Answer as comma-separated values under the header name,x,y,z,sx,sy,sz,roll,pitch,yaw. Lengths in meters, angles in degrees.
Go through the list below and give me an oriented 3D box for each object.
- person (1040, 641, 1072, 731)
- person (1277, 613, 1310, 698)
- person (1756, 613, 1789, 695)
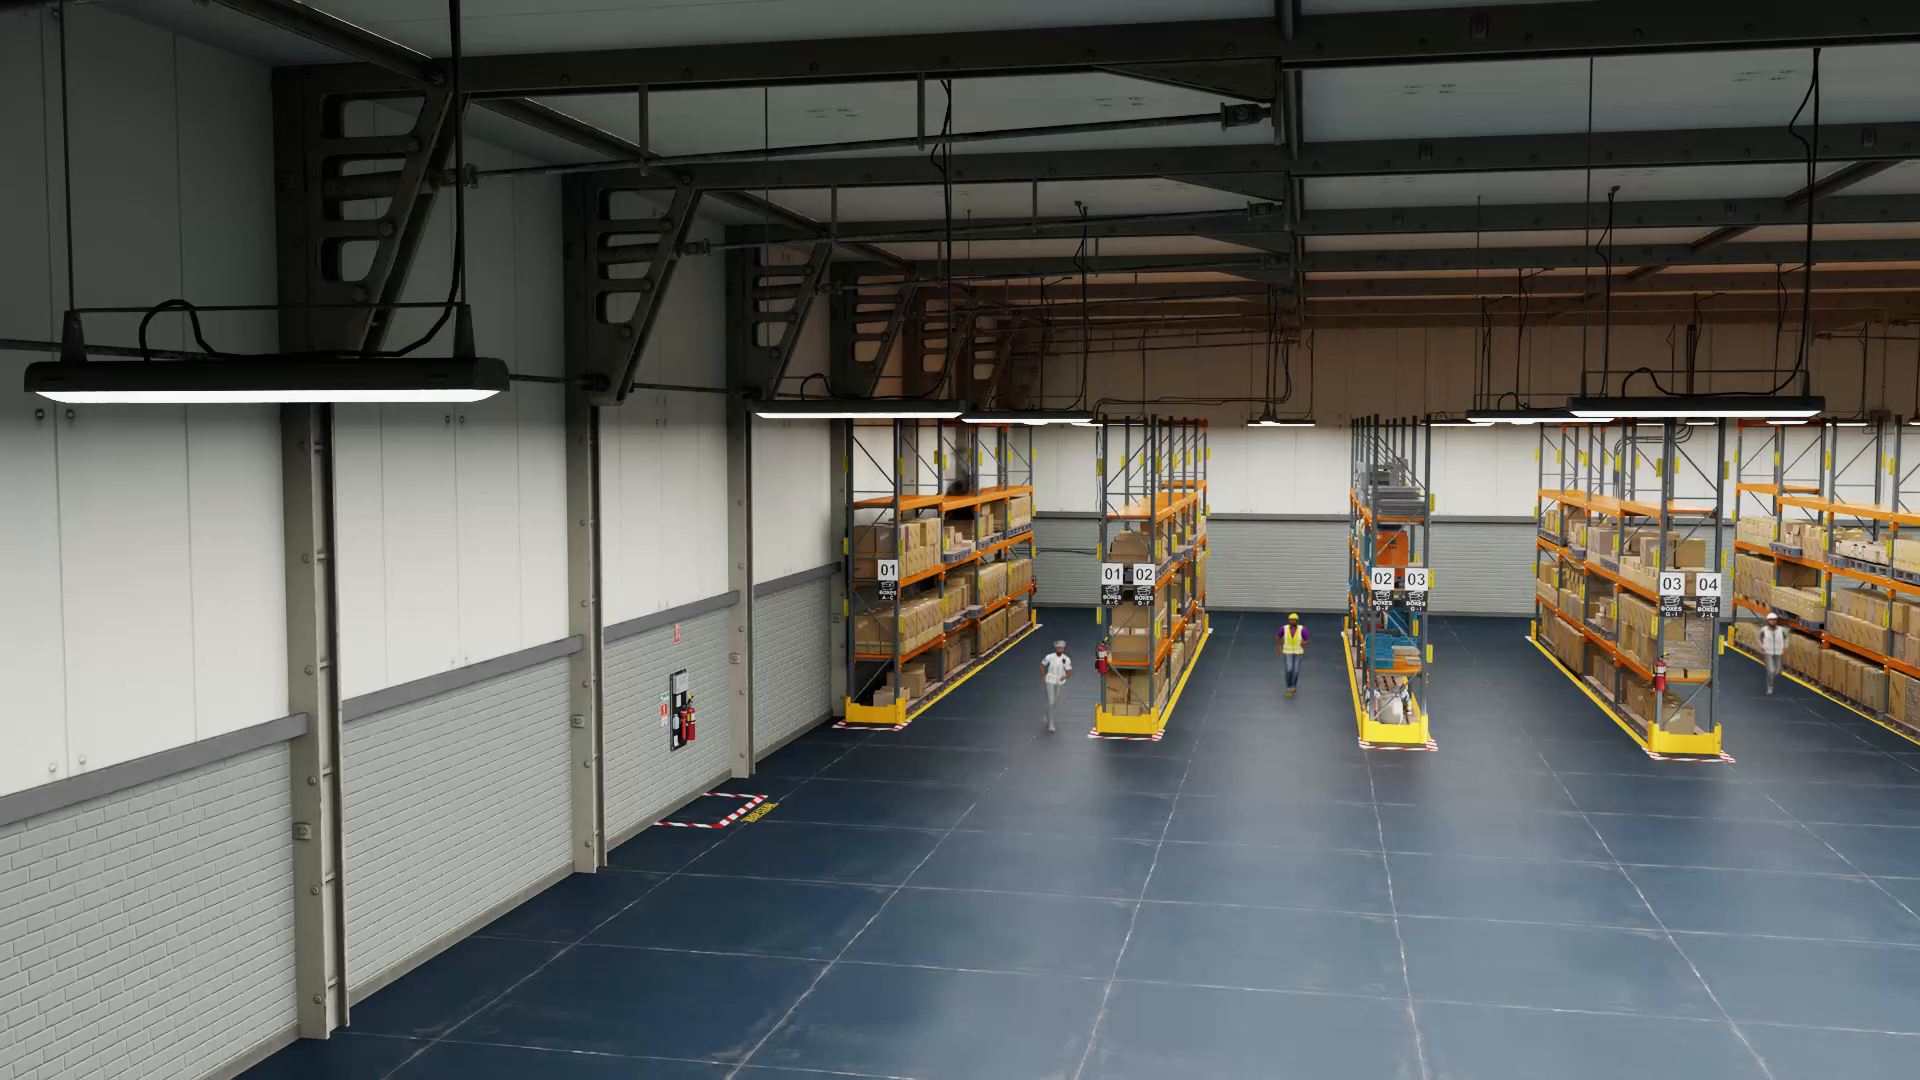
name,x,y,z,sx,sy,sz,roll,pitch,yaw
person,1.849,2.772,31.893,0.593,1.704,0.780,-1,4,-12
person,7.166,2.477,35.686,0.678,1.828,0.775,0,4,6
person,17.642,2.456,36.125,0.668,1.756,0.651,1,4,16
